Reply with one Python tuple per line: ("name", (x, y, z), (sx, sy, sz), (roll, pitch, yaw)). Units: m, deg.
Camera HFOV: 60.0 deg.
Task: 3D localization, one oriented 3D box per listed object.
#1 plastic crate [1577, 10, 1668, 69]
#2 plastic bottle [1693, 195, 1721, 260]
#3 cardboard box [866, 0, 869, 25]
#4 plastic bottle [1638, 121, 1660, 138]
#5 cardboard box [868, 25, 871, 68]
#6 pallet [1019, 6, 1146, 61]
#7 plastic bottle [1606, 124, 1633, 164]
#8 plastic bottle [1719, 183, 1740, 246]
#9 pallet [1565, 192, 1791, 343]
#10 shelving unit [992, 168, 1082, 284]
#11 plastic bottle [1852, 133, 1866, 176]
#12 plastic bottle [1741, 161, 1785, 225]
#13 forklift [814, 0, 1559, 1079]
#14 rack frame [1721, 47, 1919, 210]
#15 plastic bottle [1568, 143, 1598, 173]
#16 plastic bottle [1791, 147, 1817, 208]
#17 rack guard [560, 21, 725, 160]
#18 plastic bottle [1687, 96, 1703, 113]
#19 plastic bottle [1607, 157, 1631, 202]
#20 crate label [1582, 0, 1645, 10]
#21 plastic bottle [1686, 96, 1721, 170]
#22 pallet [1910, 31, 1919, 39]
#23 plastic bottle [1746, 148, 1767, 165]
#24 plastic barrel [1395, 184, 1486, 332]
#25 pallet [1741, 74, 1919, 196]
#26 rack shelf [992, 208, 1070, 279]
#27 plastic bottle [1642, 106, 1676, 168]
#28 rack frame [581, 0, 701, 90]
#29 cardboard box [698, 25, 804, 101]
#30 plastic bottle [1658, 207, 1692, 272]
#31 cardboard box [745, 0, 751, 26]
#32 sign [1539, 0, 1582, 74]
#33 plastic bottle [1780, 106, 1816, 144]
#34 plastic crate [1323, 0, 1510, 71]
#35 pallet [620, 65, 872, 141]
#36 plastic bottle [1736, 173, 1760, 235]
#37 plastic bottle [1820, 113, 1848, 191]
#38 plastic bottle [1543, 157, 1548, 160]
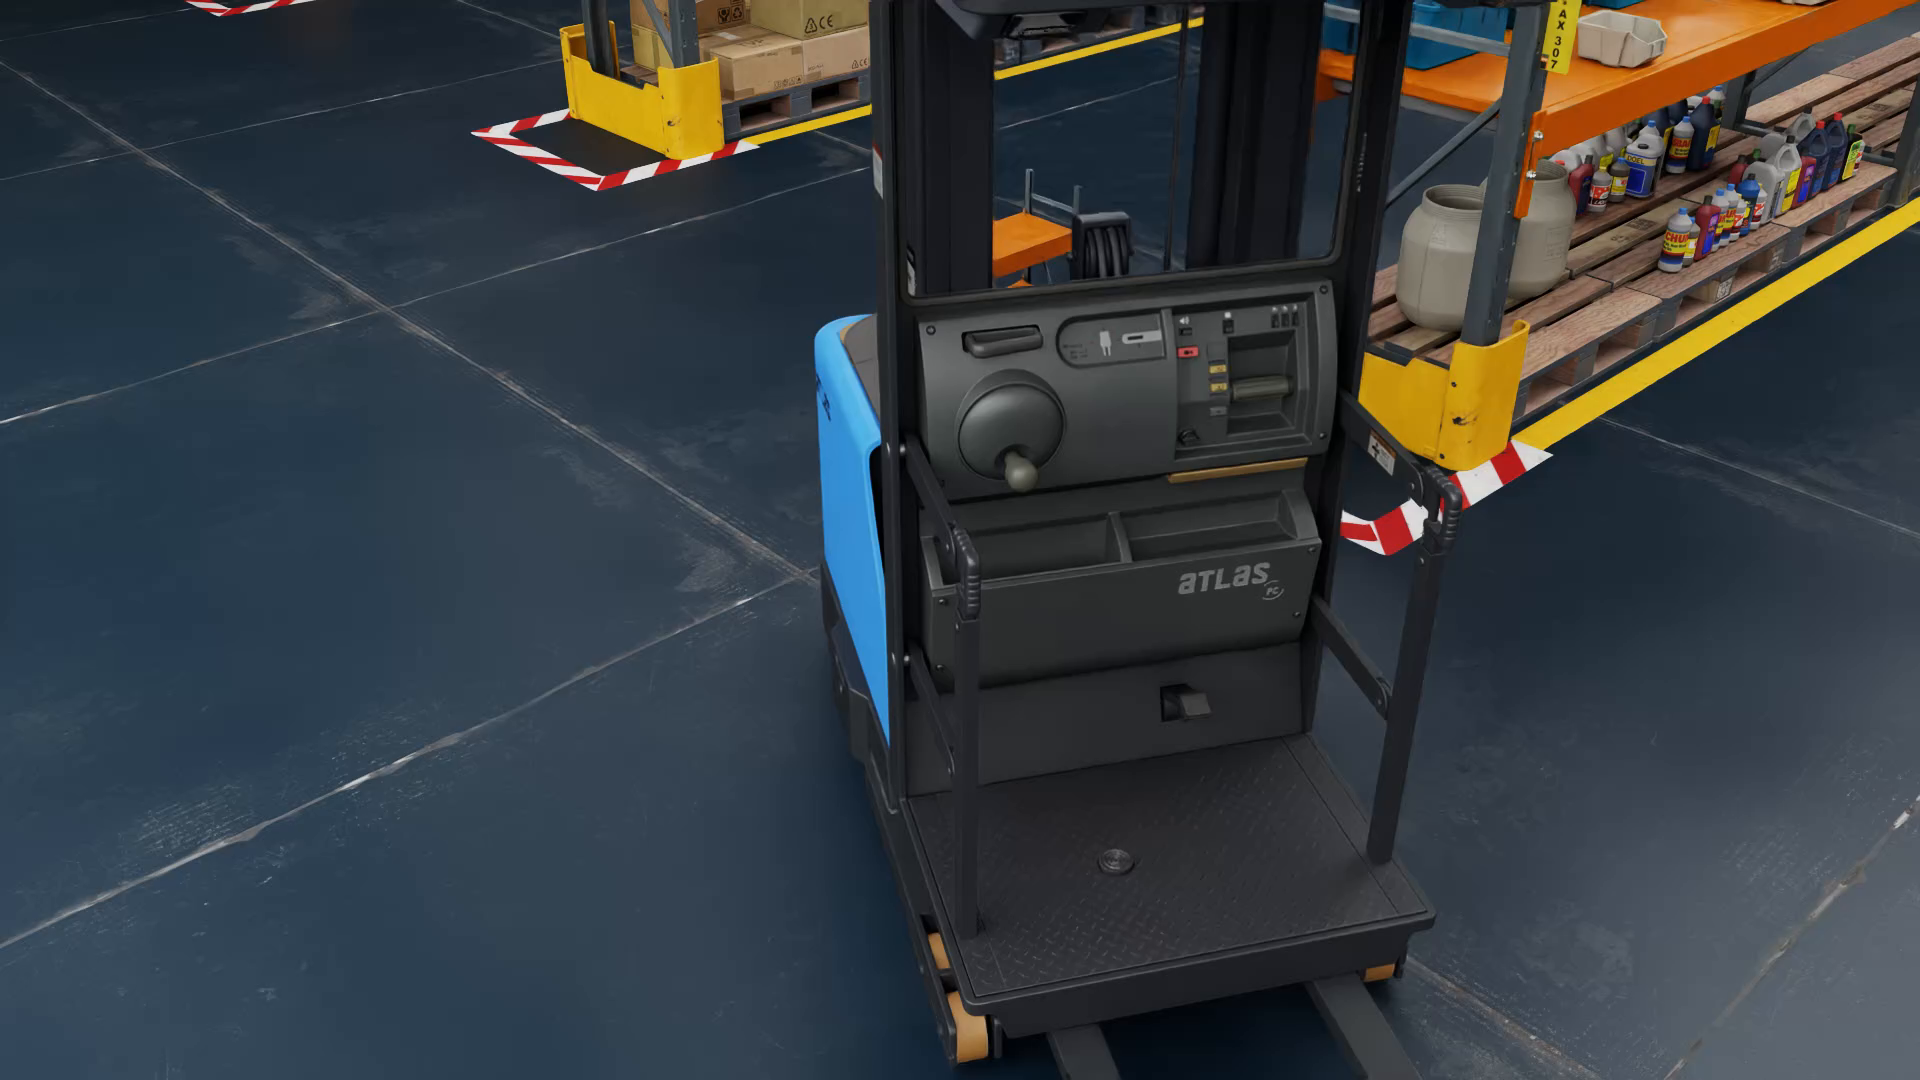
("plastic crate", (2.438, -1.841, 6.139), (0.250, 0.136, 0.298), (-26, 40, -35))
("plastic bottle", (3.282, -1.386, 7.323), (0.133, 0.283, 0.061), (-25, 39, -35))
("cardboard box", (-0.535, -3.447, 10.026), (0.500, 0.500, 0.500), (-26, 40, -35))
("plastic bottle", (3.401, -1.941, 8.242), (0.097, 0.271, 0.097), (0, 31, 0))
("cardboard box", (-0.527, -3.123, 10.215), (0.500, 0.250, 0.500), (-26, 40, -35))
("pallet", (0.519, -3.619, 11.466), (1.213, 0.211, 1.003), (-26, 40, -35))
("plastic bottle", (3.172, -1.891, 8.084), (0.185, 0.351, 0.144), (-26, 40, -36))
("plastic bottle", (3.429, -1.464, 7.463), (0.097, 0.271, 0.097), (0, 31, 0))
("pallet", (3.080, -1.331, 7.725), (1.213, 0.211, 1.003), (-26, 40, -35))
("shelving unit", (0.121, -0.571, 5.533), (0.503, 1.200, 0.258), (-26, 40, -35))
("plastic bottle", (4.442, -1.924, 8.282), (0.097, 0.201, 0.097), (0, 31, 0))
("plastic bottle", (3.720, -1.627, 7.724), (0.135, 0.276, 0.152), (-25, 39, -35))
("forklift", (0.427, -0.282, 3.401), (1.130, 2.935, 3.031), (-7, 32, -12))
("rack frame", (4.496, -3.178, 8.072), (0.127, 3.000, 1.000), (-26, 40, -35))
("plastic bottle", (2.917, -1.732, 7.897), (0.135, 0.276, 0.152), (-27, 41, -37))
("plastic bottle", (3.988, -1.727, 7.880), (0.133, 0.283, 0.061), (-23, 38, -32))
("rack guard", (-1.820, -2.581, 9.491), (0.348, 0.500, 1.175), (-26, 40, -35))
("plastic bottle", (3.746, -2.133, 8.553), (0.135, 0.276, 0.152), (-24, 39, -34))
("plastic bottle", (3.149, -1.730, 7.965), (0.097, 0.201, 0.097), (0, 31, 0))
("crate label", (2.728, -2.531, 6.980), (0.616, 0.435, 0.502), (-26, 40, -35))
("plastic bottle", (3.720, -2.053, 8.350), (0.185, 0.351, 0.144), (-26, 40, -35))
("pallet", (6.835, -3.148, 10.695), (1.213, 0.211, 1.003), (-26, 40, -35))
("plastic bottle", (3.753, -1.716, 7.863), (0.133, 0.283, 0.061), (-26, 40, -35))
("plastic barrel", (1.993, -1.140, 6.721), (0.421, 0.512, 0.421), (0, 31, 0))
("pallet", (5.045, -2.282, 9.280), (1.213, 0.211, 1.003), (-26, 40, -35))
("rack shelf", (0.121, -0.906, 5.328), (0.480, 0.148, 0.258), (-26, 40, -35))
("plastic bottle", (3.483, -2.041, 8.331), (0.144, 0.351, 0.185), (27, 41, 37))
("rack frame", (-1.802, -3.656, 8.853), (0.127, 3.000, 1.000), (-26, 40, -35))
("cardboard box", (-1.258, -2.767, 9.633), (0.500, 0.250, 0.500), (-26, 40, -35))
("plastic bottle", (3.104, -1.307, 7.206), (0.097, 0.271, 0.097), (0, 31, 0))
("cardboard box", (-1.252, -3.147, 10.254), (0.500, 0.250, 0.500), (-26, 40, -35))
("sign", (1.934, -1.666, 5.333), (0.005, 0.325, 0.100), (-26, 40, -35))
("plastic bottle", (4.122, -1.952, 8.185), (0.185, 0.351, 0.144), (-26, 40, -35))
("plastic crate", (1.726, -1.988, 6.268), (0.616, 0.251, 0.499), (-26, 40, -35))
("pallet", (-1.270, -2.753, 10.050), (1.213, 0.211, 1.003), (-26, 40, -35))
("plastic bottle", (3.577, -1.536, 7.580), (0.097, 0.271, 0.097), (0, 31, 0))
("plastic bottle", (4.220, -1.897, 8.095), (0.185, 0.351, 0.144), (-27, 41, -37))
("plastic bottle", (2.685, -1.656, 7.765), (0.133, 0.283, 0.061), (-25, 39, -34))
